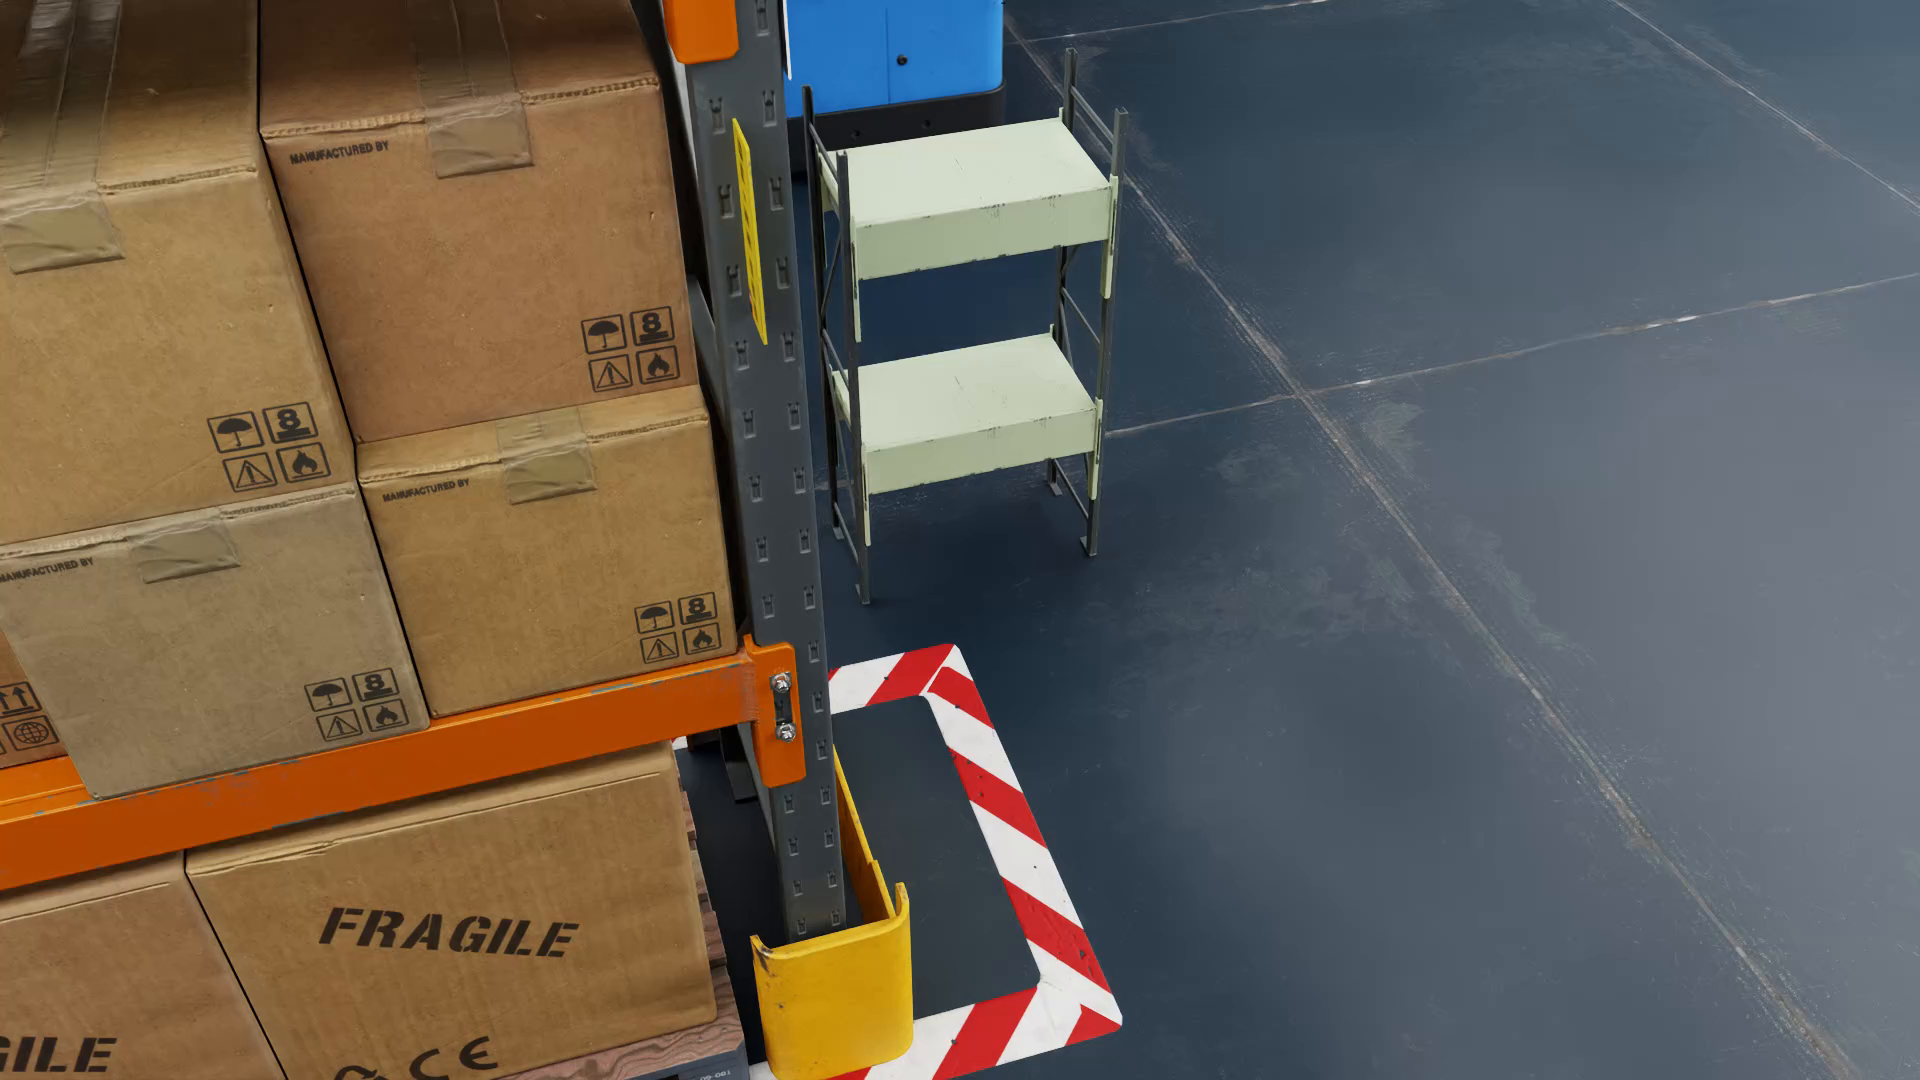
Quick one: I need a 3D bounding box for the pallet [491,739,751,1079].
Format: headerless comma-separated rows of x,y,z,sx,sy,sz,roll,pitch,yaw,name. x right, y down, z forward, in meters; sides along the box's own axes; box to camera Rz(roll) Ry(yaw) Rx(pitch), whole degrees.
-1.194,0.995,3.951,1.213,0.211,1.003,-12,42,-13,pallet

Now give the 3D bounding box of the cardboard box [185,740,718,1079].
-1.082,0.555,3.630,0.875,0.875,0.875,-11,42,-13,cardboard box

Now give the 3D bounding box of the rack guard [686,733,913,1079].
-0.432,0.674,4.098,0.348,0.500,1.175,-12,42,-13,rack guard

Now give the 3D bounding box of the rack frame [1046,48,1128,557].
0.355,-0.638,4.841,0.023,1.500,0.400,-12,42,-13,rack frame

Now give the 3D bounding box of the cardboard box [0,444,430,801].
-1.314,-0.095,2.964,0.550,0.550,0.875,-12,42,-13,cardboard box

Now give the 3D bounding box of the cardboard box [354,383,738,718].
-0.796,-0.217,3.104,0.550,0.550,0.875,-12,42,-13,cardboard box

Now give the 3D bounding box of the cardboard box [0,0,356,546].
-1.318,-0.510,2.619,0.550,0.550,0.875,-12,42,-13,cardboard box

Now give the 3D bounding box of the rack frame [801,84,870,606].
-0.343,-0.494,4.675,0.023,1.500,0.400,-12,42,-13,rack frame

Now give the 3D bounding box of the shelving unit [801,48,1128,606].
0.006,-0.566,4.758,0.755,1.500,0.431,-12,42,-13,shelving unit

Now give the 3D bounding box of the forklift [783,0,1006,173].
-0.716,-3.603,7.146,1.130,2.935,3.031,-11,42,-12,forklift

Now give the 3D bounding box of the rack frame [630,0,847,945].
-0.455,-0.262,3.270,0.127,3.000,1.000,-12,42,-13,rack frame

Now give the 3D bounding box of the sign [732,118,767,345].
-0.305,-0.444,2.419,0.005,0.325,0.100,-12,42,-13,sign

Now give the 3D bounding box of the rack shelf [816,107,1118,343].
0.006,-0.860,4.501,0.720,0.370,0.431,-12,42,-13,rack shelf

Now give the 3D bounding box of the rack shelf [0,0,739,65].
-2.363,-0.726,2.068,4.000,0.370,1.077,-12,42,-13,rack shelf

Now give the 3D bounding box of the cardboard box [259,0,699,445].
-0.821,-0.676,2.810,0.550,0.550,0.875,-12,42,-13,cardboard box

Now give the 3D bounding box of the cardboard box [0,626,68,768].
-1.885,-0.063,2.928,0.550,0.550,0.875,-12,42,-13,cardboard box

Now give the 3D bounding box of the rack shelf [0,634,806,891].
-2.363,0.404,3.055,4.000,0.370,1.077,-12,42,-13,rack shelf

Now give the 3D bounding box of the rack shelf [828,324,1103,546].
0.006,-0.321,4.973,0.720,0.370,0.431,-12,42,-13,rack shelf

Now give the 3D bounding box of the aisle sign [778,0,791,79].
-0.297,-1.067,2.216,0.004,0.787,0.394,-12,42,-13,aisle sign

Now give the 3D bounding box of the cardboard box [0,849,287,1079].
-1.921,0.730,3.430,0.875,0.875,0.875,-12,43,-14,cardboard box
